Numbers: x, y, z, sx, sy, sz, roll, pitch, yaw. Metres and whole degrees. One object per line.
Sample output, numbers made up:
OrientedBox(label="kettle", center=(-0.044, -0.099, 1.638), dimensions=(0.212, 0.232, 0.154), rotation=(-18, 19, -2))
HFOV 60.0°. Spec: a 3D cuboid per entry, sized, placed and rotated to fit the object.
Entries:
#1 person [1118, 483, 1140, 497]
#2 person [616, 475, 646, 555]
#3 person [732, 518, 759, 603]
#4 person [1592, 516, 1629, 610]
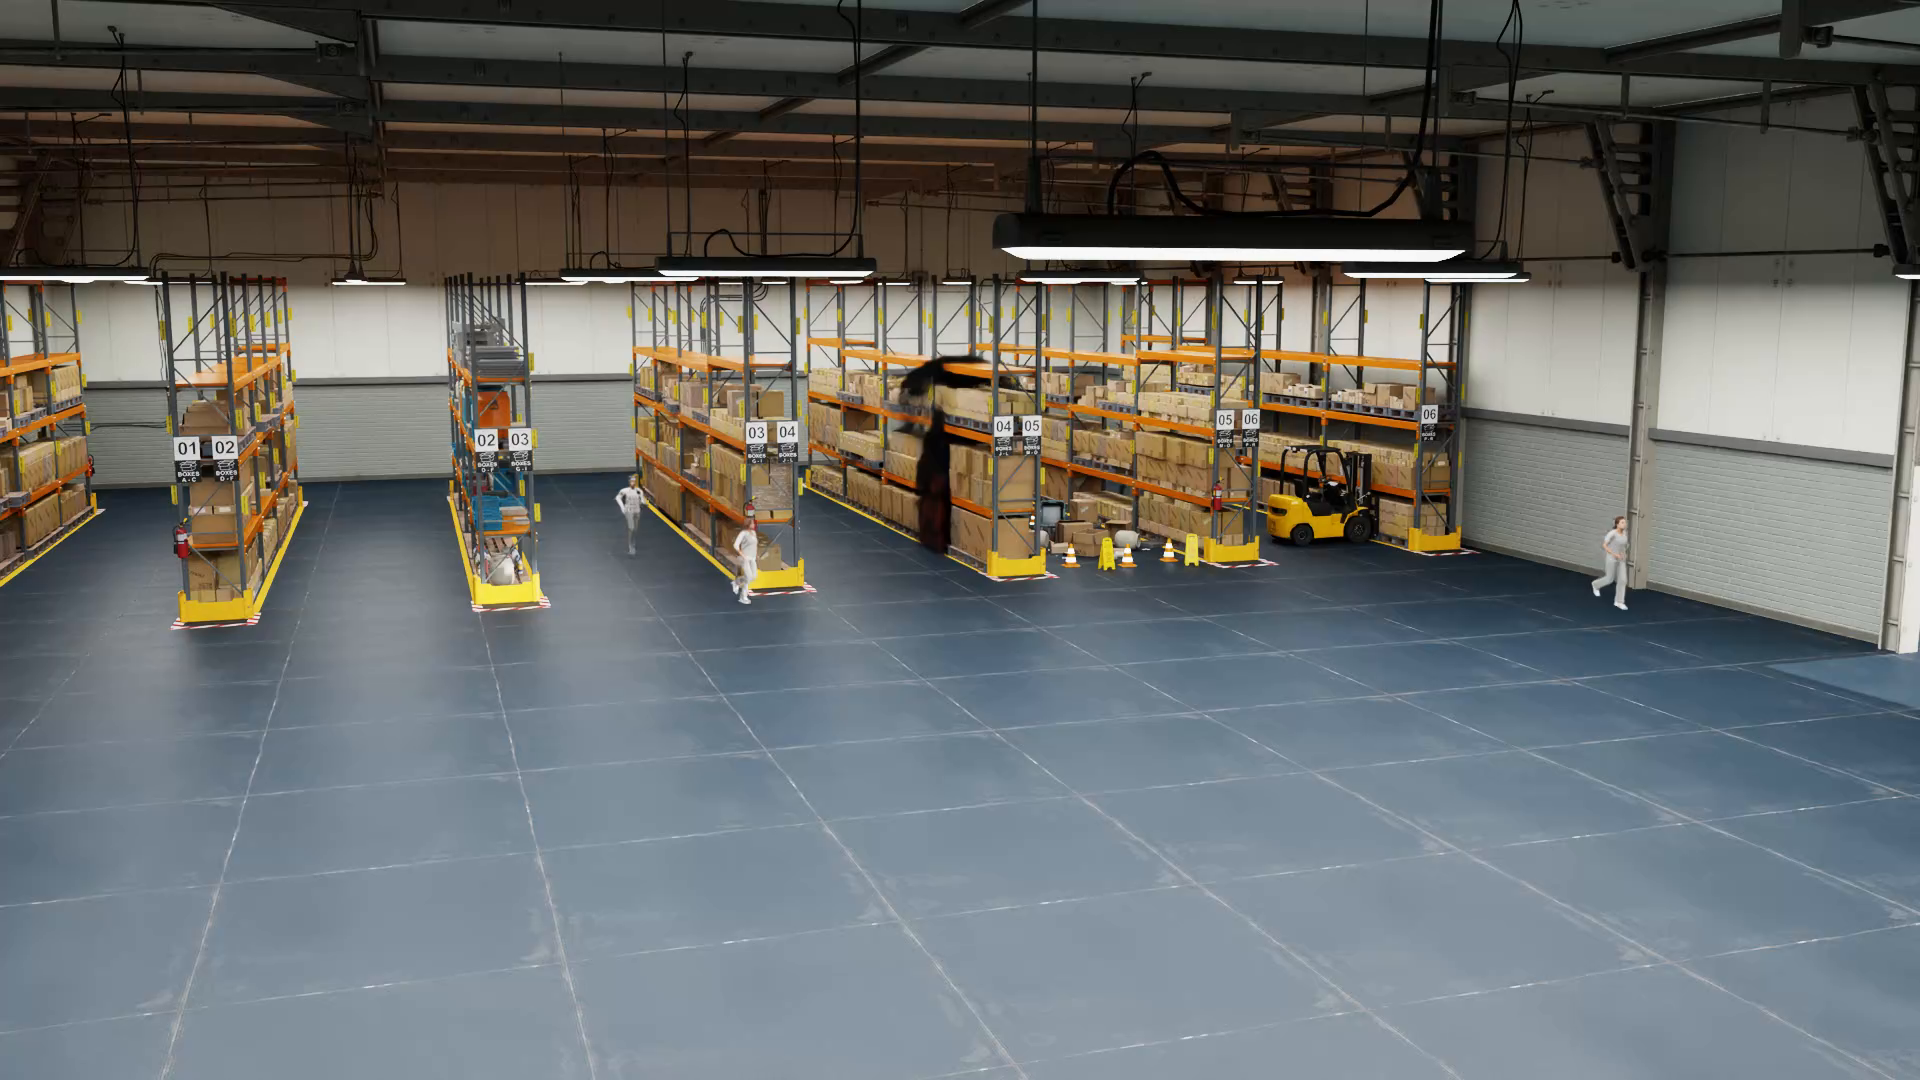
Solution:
OrientedBox(label="person", center=(4.391, -1.962, 43.401), dimensions=(0.690, 1.785, 0.903), rotation=(-4, 9, -24))
OrientedBox(label="person", center=(-7.118, -0.548, 36.164), dimensions=(0.593, 1.754, 0.754), rotation=(-5, 10, -31))
OrientedBox(label="person", center=(-3.966, 0.362, 30.685), dimensions=(0.517, 1.552, 0.579), rotation=(6, 10, 33))
OrientedBox(label="person", center=(11.862, 0.378, 30.161), dimensions=(0.588, 1.660, 0.926), rotation=(-4, 9, -23))
